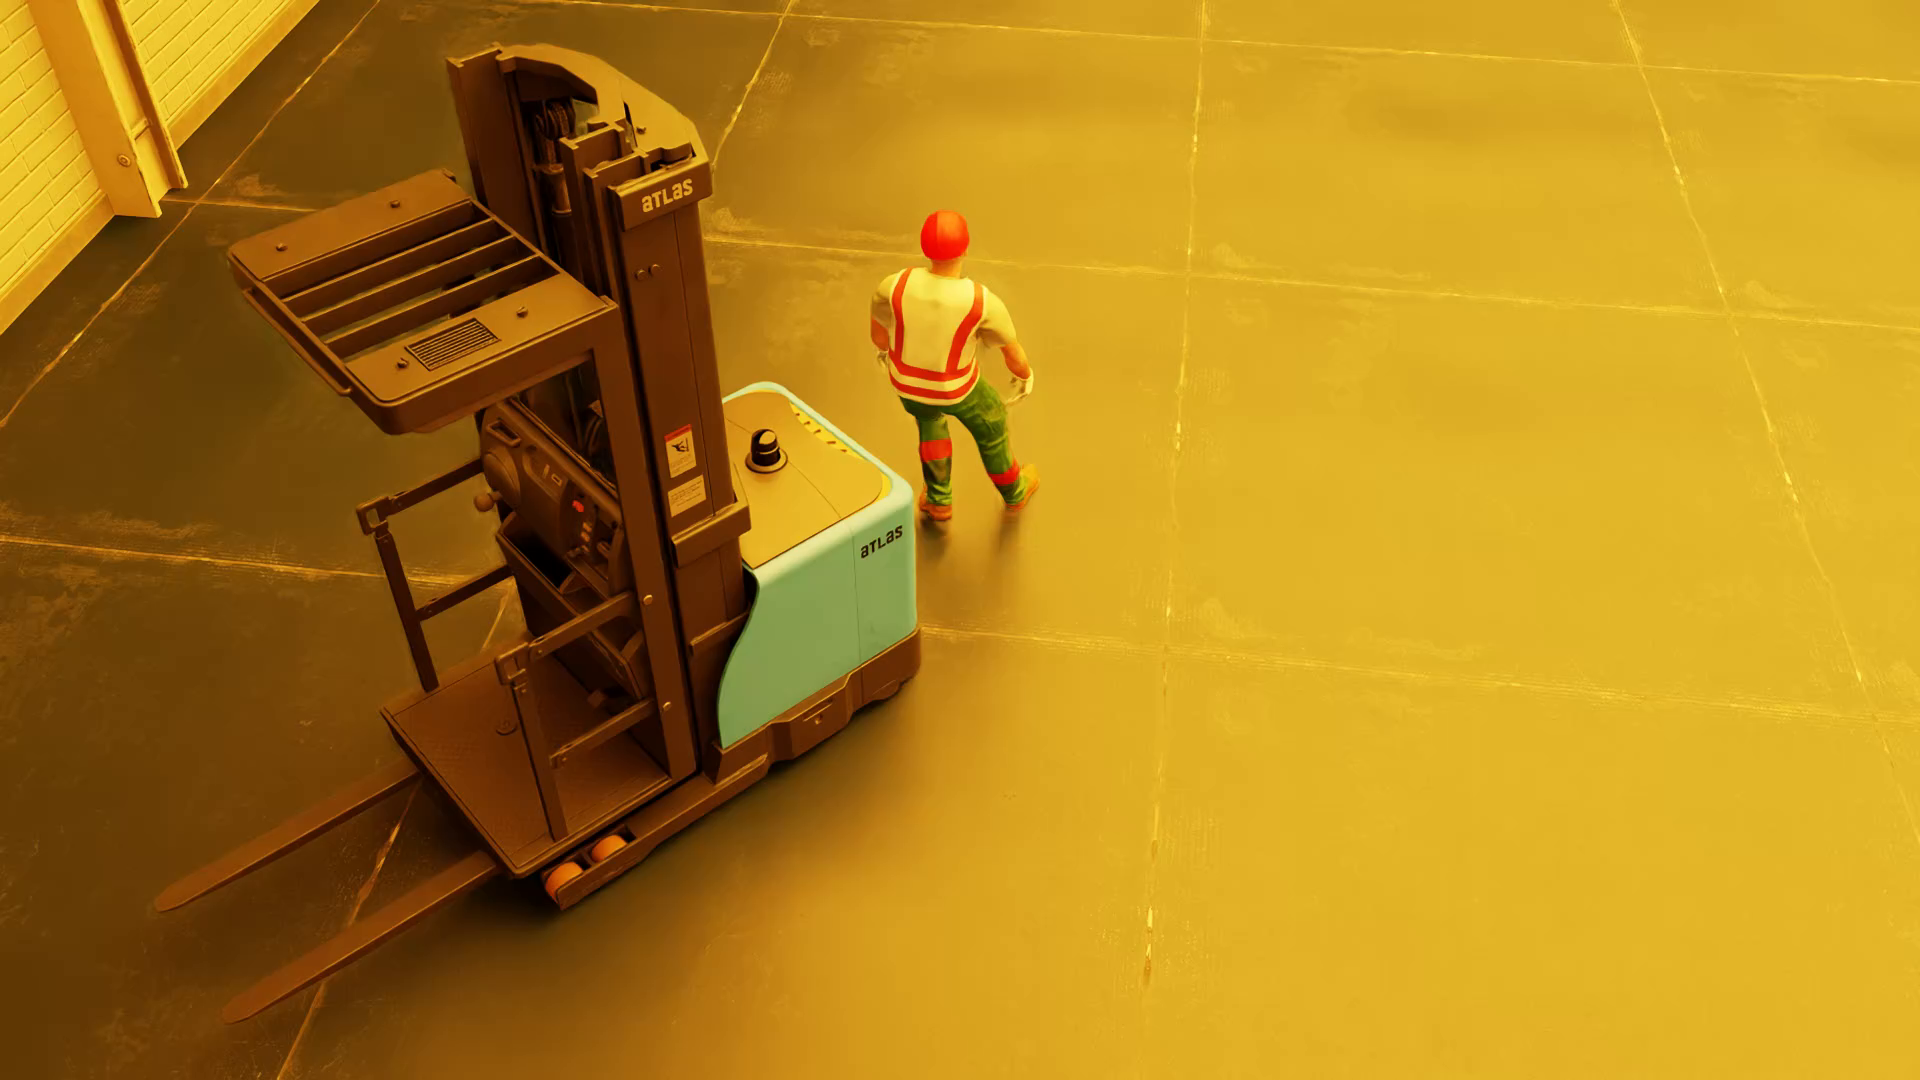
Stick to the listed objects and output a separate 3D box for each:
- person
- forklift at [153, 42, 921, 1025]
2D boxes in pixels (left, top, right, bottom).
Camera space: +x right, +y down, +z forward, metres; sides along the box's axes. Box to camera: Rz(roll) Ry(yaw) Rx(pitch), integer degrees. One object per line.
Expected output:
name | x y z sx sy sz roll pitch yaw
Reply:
person | -0.019 -0.805 7.511 0.733 1.740 0.664 11 44 12
forklift | -1.609 -0.085 5.817 3.031 2.935 1.130 -31 51 -29
